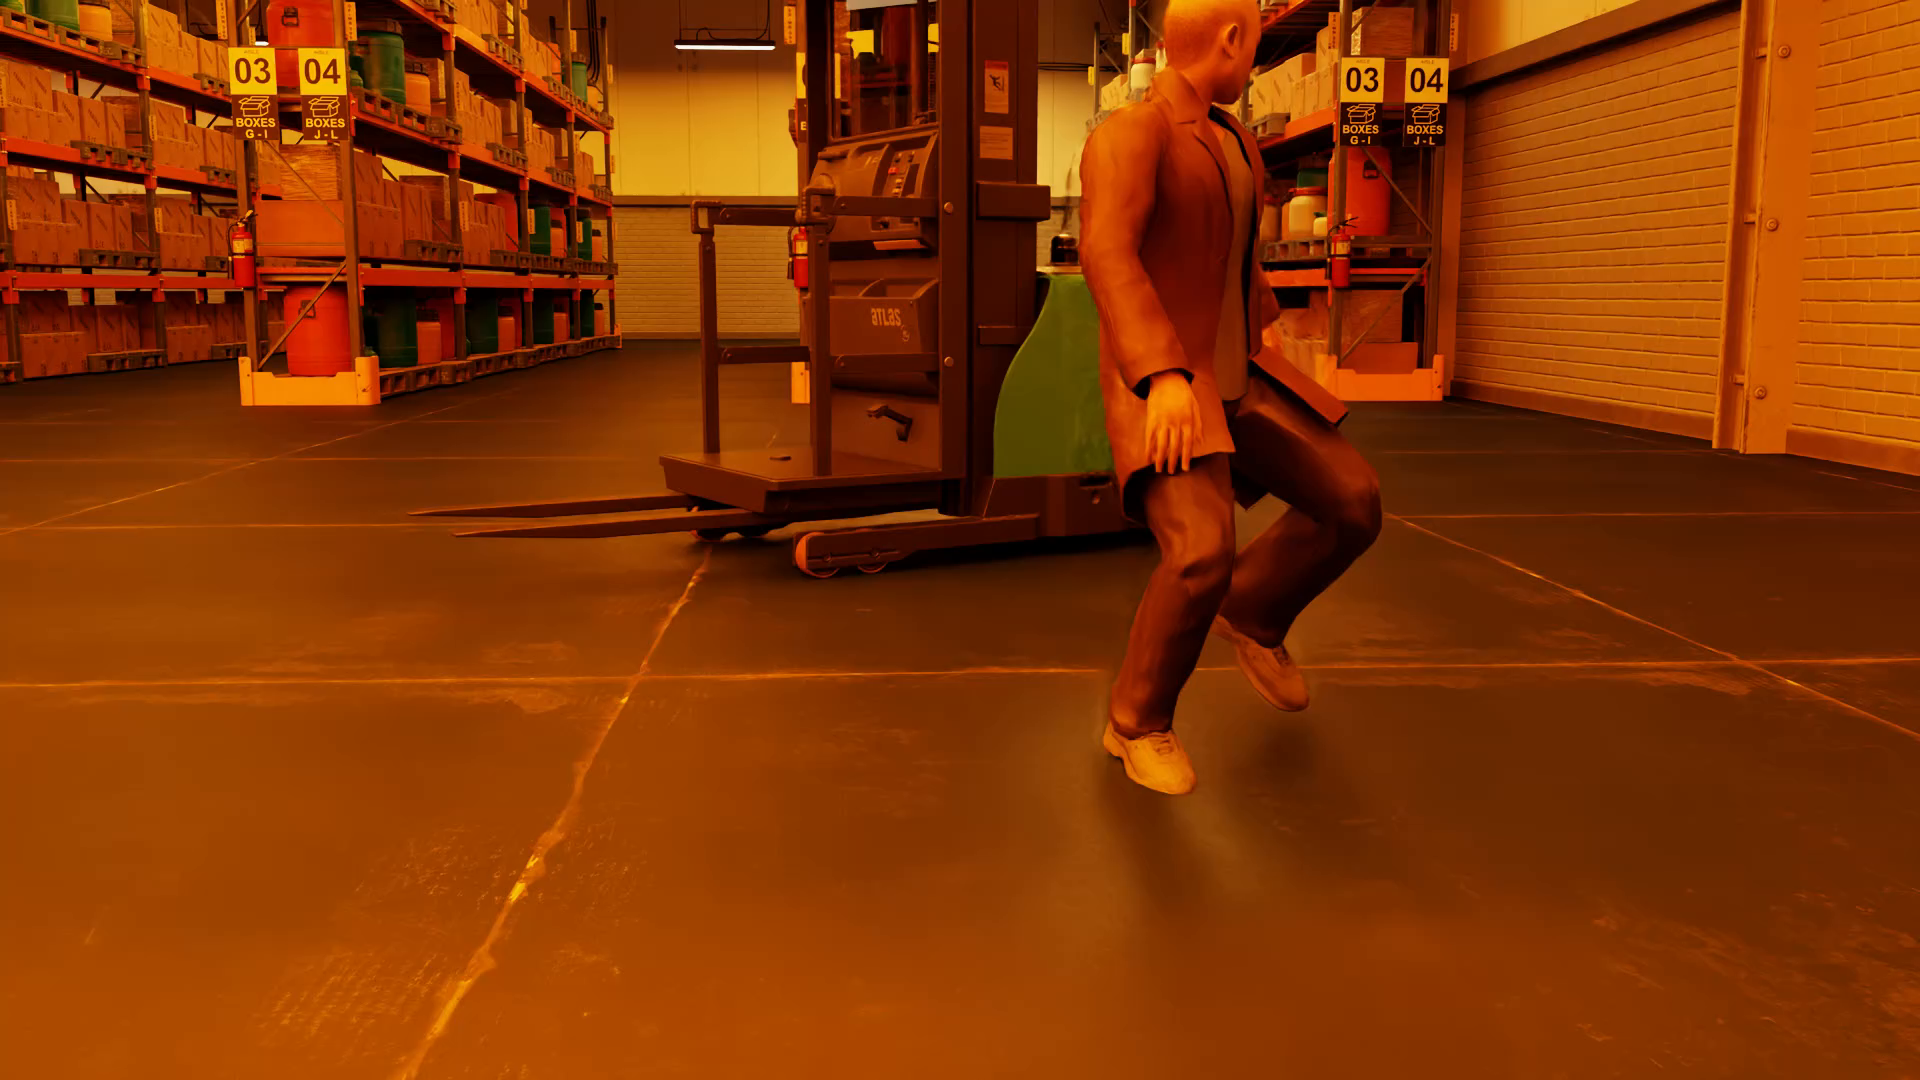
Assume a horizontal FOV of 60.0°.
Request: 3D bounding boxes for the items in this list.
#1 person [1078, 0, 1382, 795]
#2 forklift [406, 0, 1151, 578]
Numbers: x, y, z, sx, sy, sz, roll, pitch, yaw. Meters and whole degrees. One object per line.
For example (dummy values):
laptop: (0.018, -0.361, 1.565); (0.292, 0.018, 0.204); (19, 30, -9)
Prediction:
person: (0.533, -0.325, 3.568); (0.922, 1.640, 0.581); (-8, 11, -42)
forklift: (-0.521, -1.403, 6.279); (3.031, 2.935, 1.130); (-5, 10, -31)
